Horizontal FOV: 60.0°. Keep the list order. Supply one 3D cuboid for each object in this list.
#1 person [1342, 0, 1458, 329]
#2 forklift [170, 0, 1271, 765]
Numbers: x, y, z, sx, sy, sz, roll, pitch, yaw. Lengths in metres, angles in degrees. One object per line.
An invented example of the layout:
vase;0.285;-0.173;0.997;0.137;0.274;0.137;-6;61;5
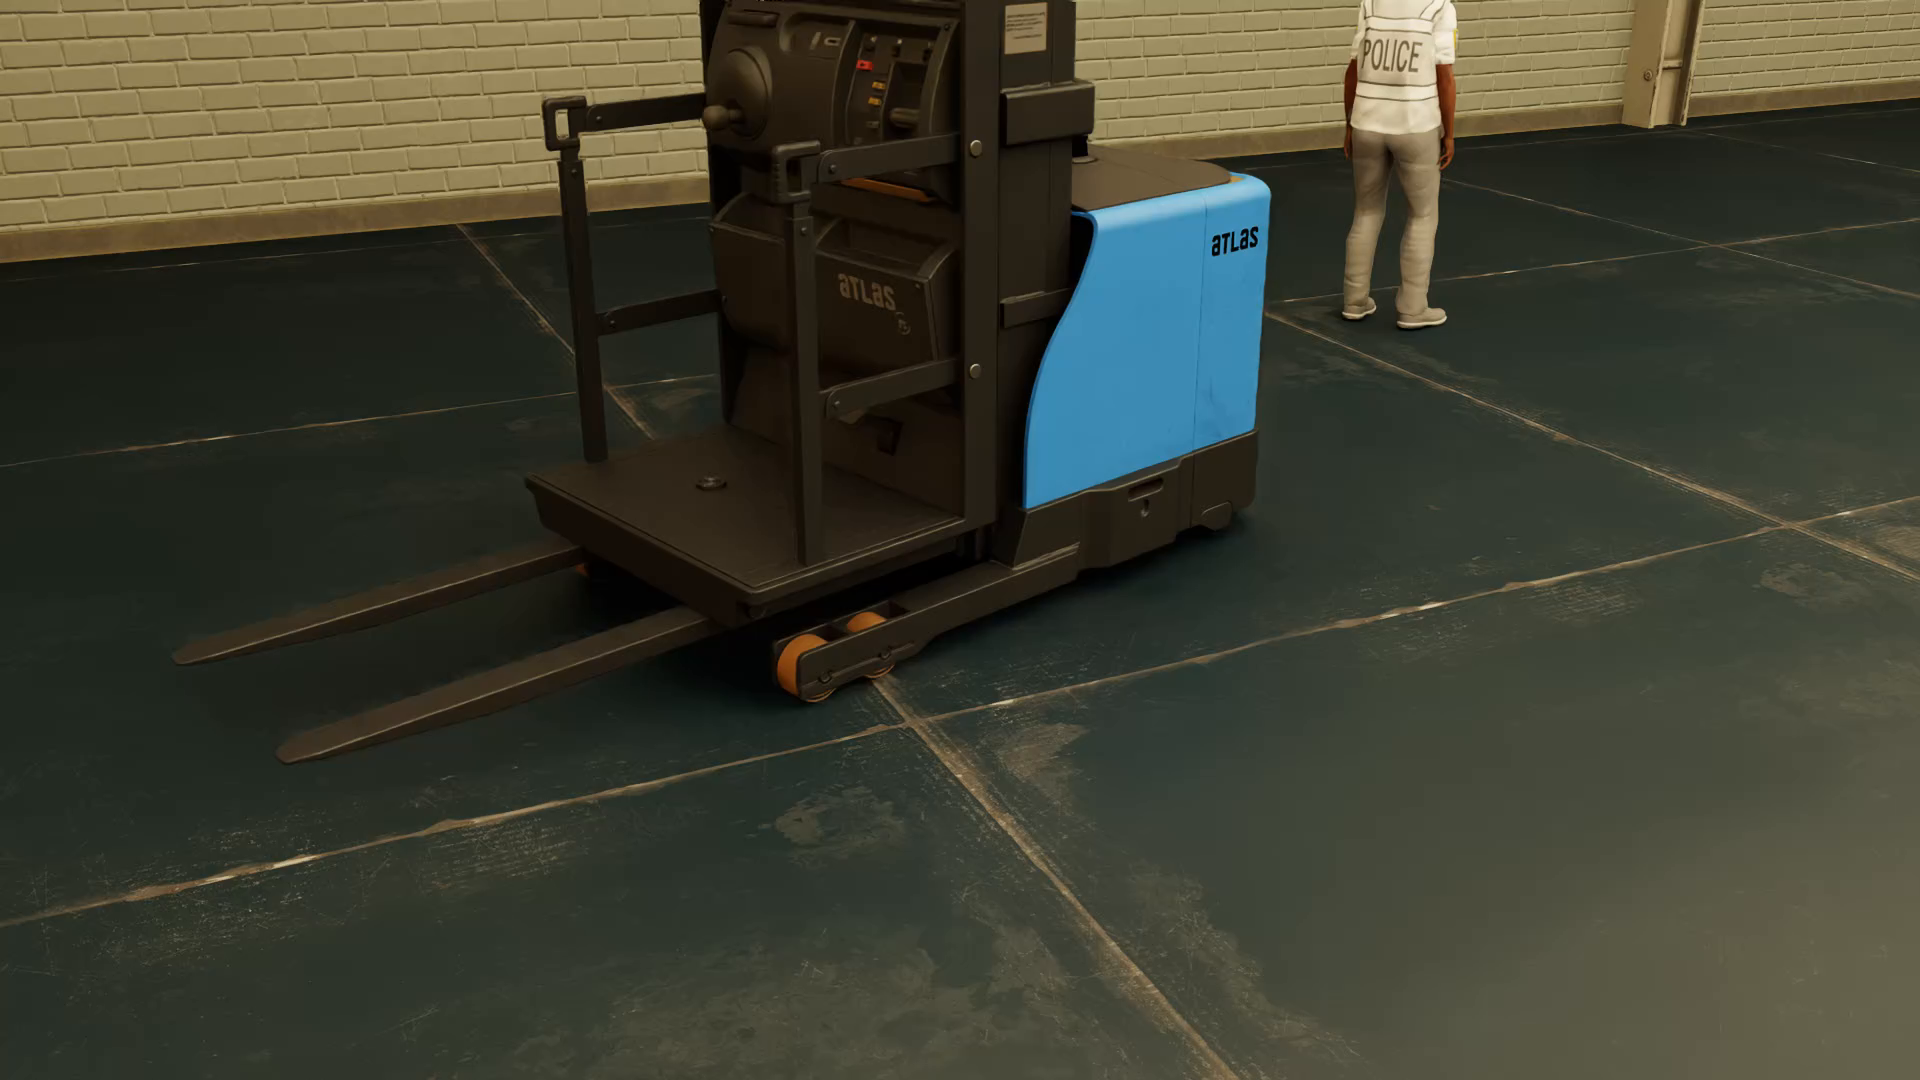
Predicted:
person;1.901;-1.755;7.175;0.513;1.656;0.397;15;27;32
forklift;-0.501;-1.175;4.115;3.031;2.935;1.130;-19;29;-39
